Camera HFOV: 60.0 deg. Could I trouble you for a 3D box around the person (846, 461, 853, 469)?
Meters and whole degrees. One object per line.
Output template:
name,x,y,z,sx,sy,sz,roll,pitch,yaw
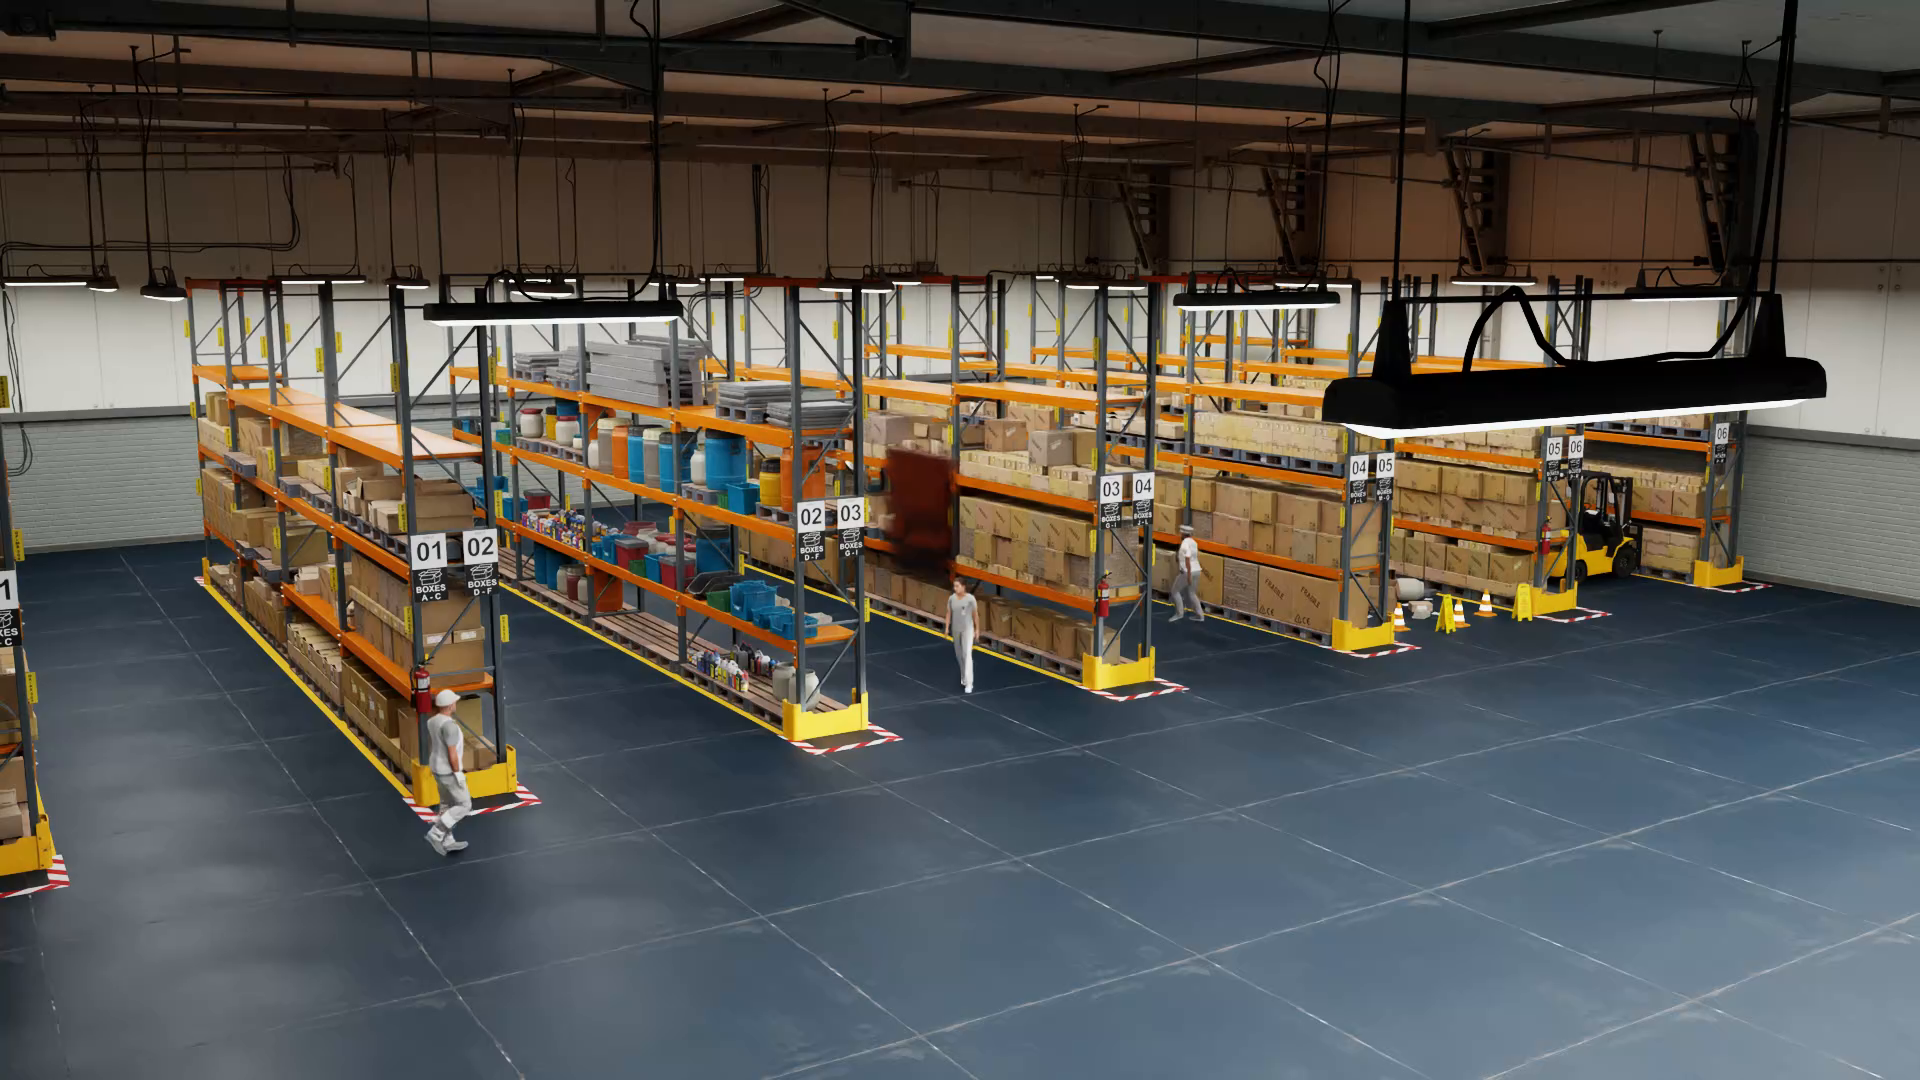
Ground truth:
person,-2.791,-1.491,41.536,0.794,1.750,0.646,-6,11,-32

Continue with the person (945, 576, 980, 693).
person,0.030,1.382,24.754,0.562,1.668,0.716,4,11,25

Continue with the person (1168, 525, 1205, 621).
person,3.911,0.587,28.170,0.462,1.661,0.618,-8,13,-40

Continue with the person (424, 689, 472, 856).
person,-5.522,2.488,17.744,0.511,1.788,0.574,-7,12,-35
